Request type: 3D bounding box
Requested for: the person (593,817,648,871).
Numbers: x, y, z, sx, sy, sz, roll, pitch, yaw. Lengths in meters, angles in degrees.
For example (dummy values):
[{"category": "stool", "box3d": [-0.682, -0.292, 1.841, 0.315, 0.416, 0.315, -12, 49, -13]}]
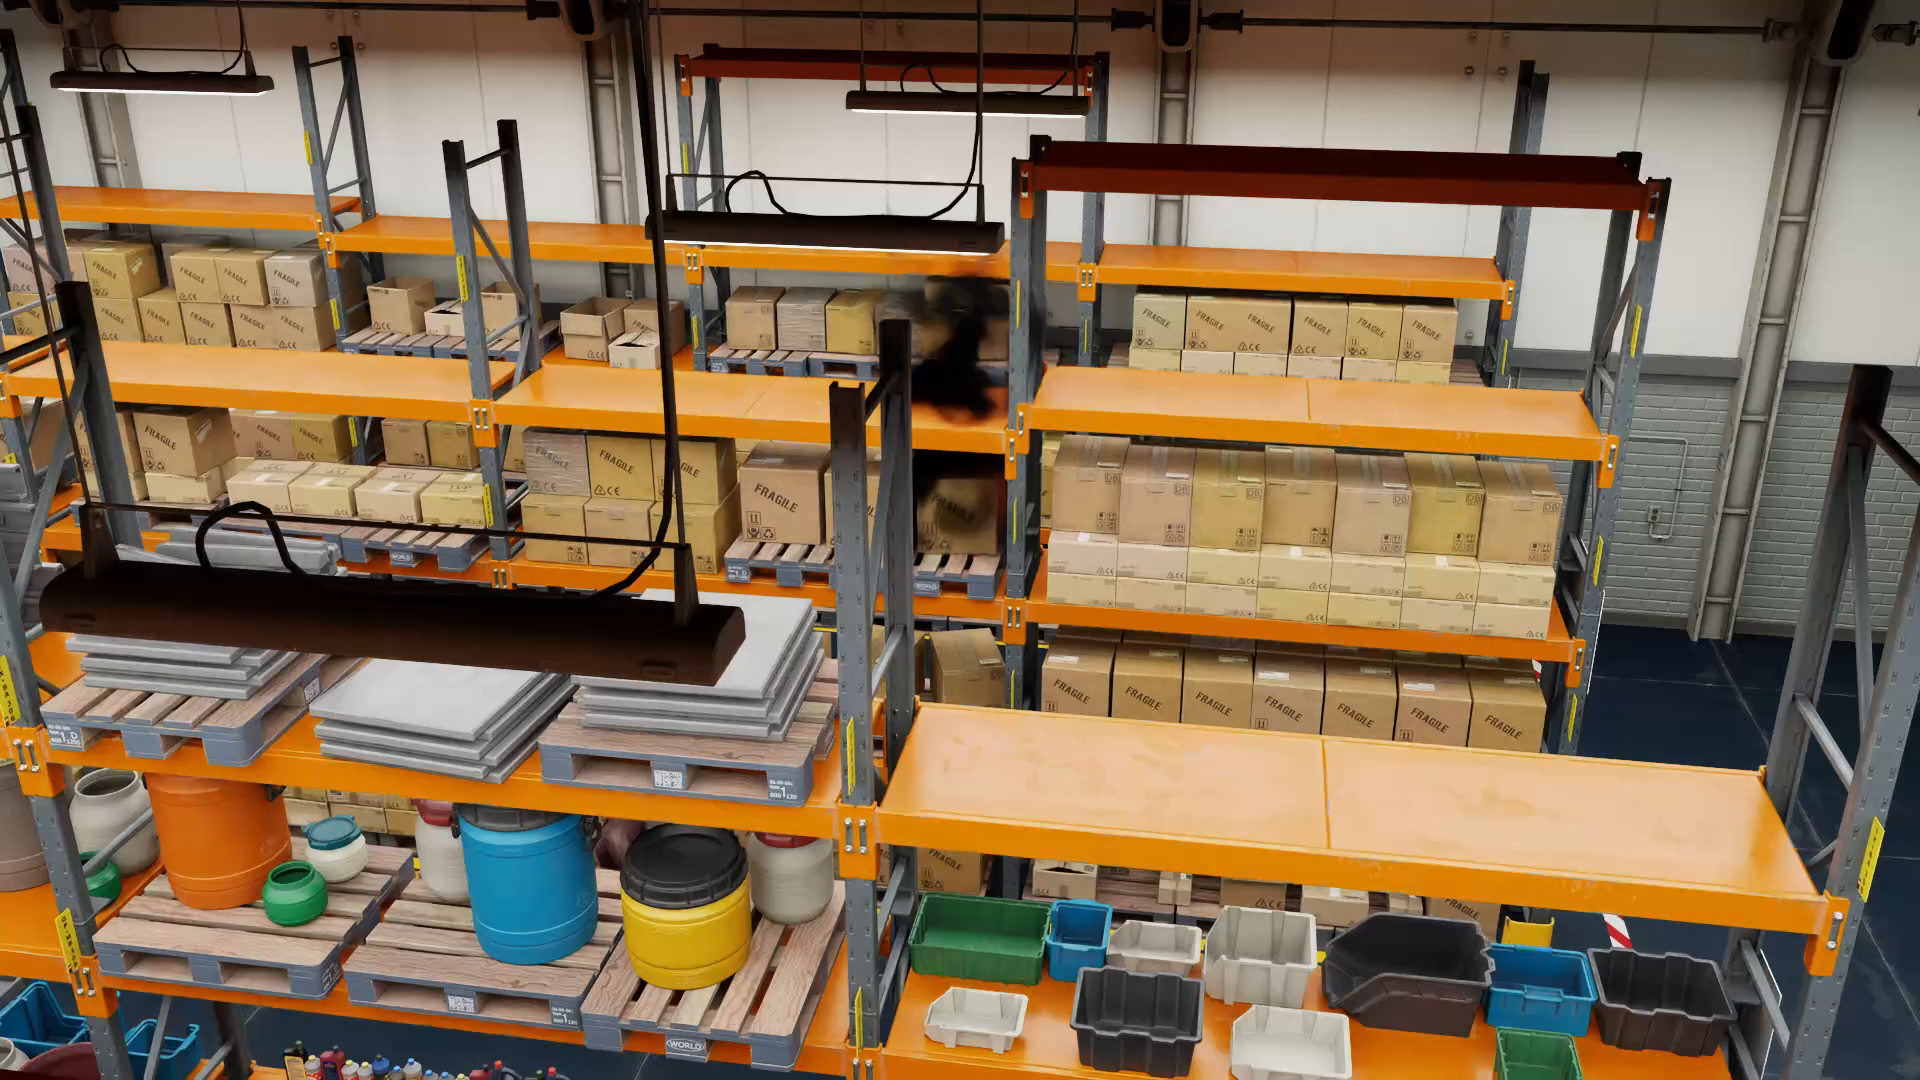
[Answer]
[{"category": "person", "box3d": [-2.379, 2.473, 11.579, 0.589, 1.750, 0.715, 3, 23, 8]}]
